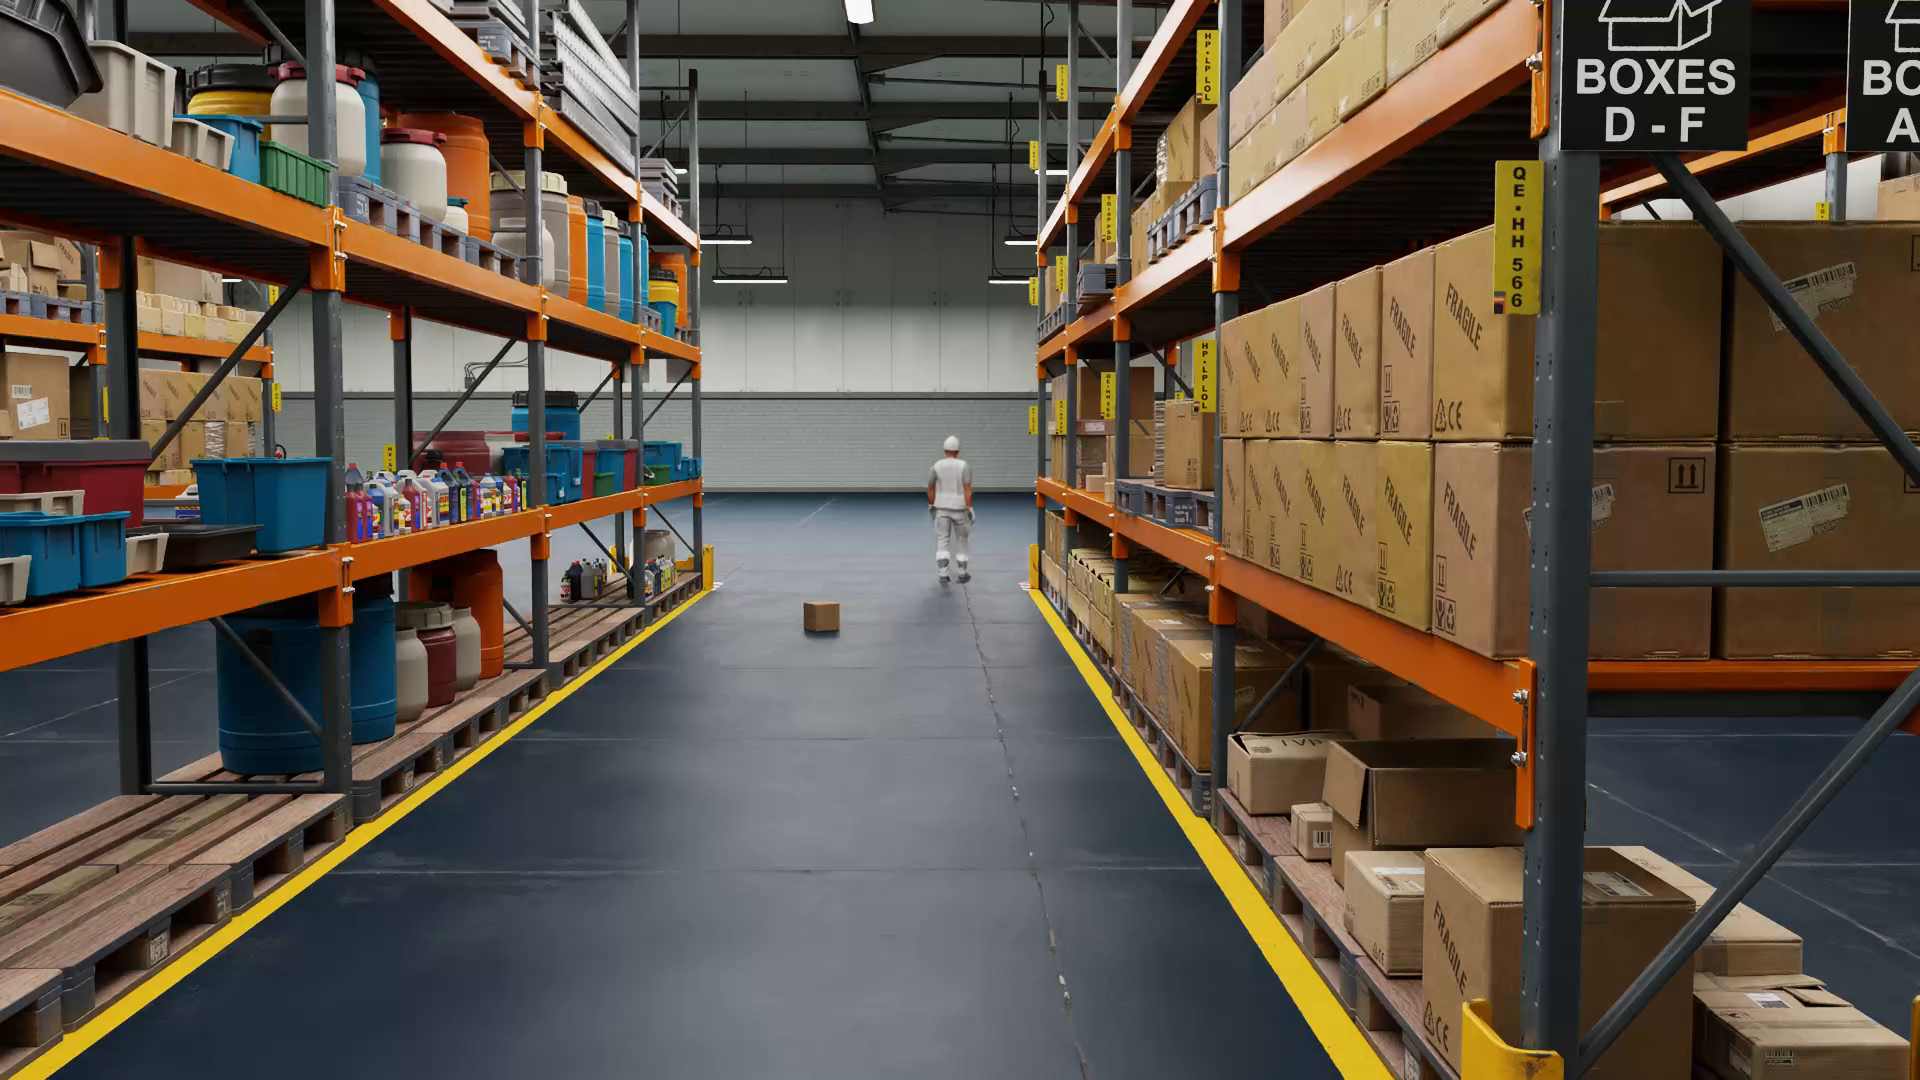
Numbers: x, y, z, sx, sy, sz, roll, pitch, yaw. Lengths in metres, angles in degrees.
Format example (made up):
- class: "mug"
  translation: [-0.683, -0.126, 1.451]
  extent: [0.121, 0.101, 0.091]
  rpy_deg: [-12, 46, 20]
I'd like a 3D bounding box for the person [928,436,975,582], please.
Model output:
- class: "person"
  translation: [-0.095, -0.384, 20.194]
  extent: [0.592, 1.747, 0.917]
  rpy_deg: [0, 4, 5]
